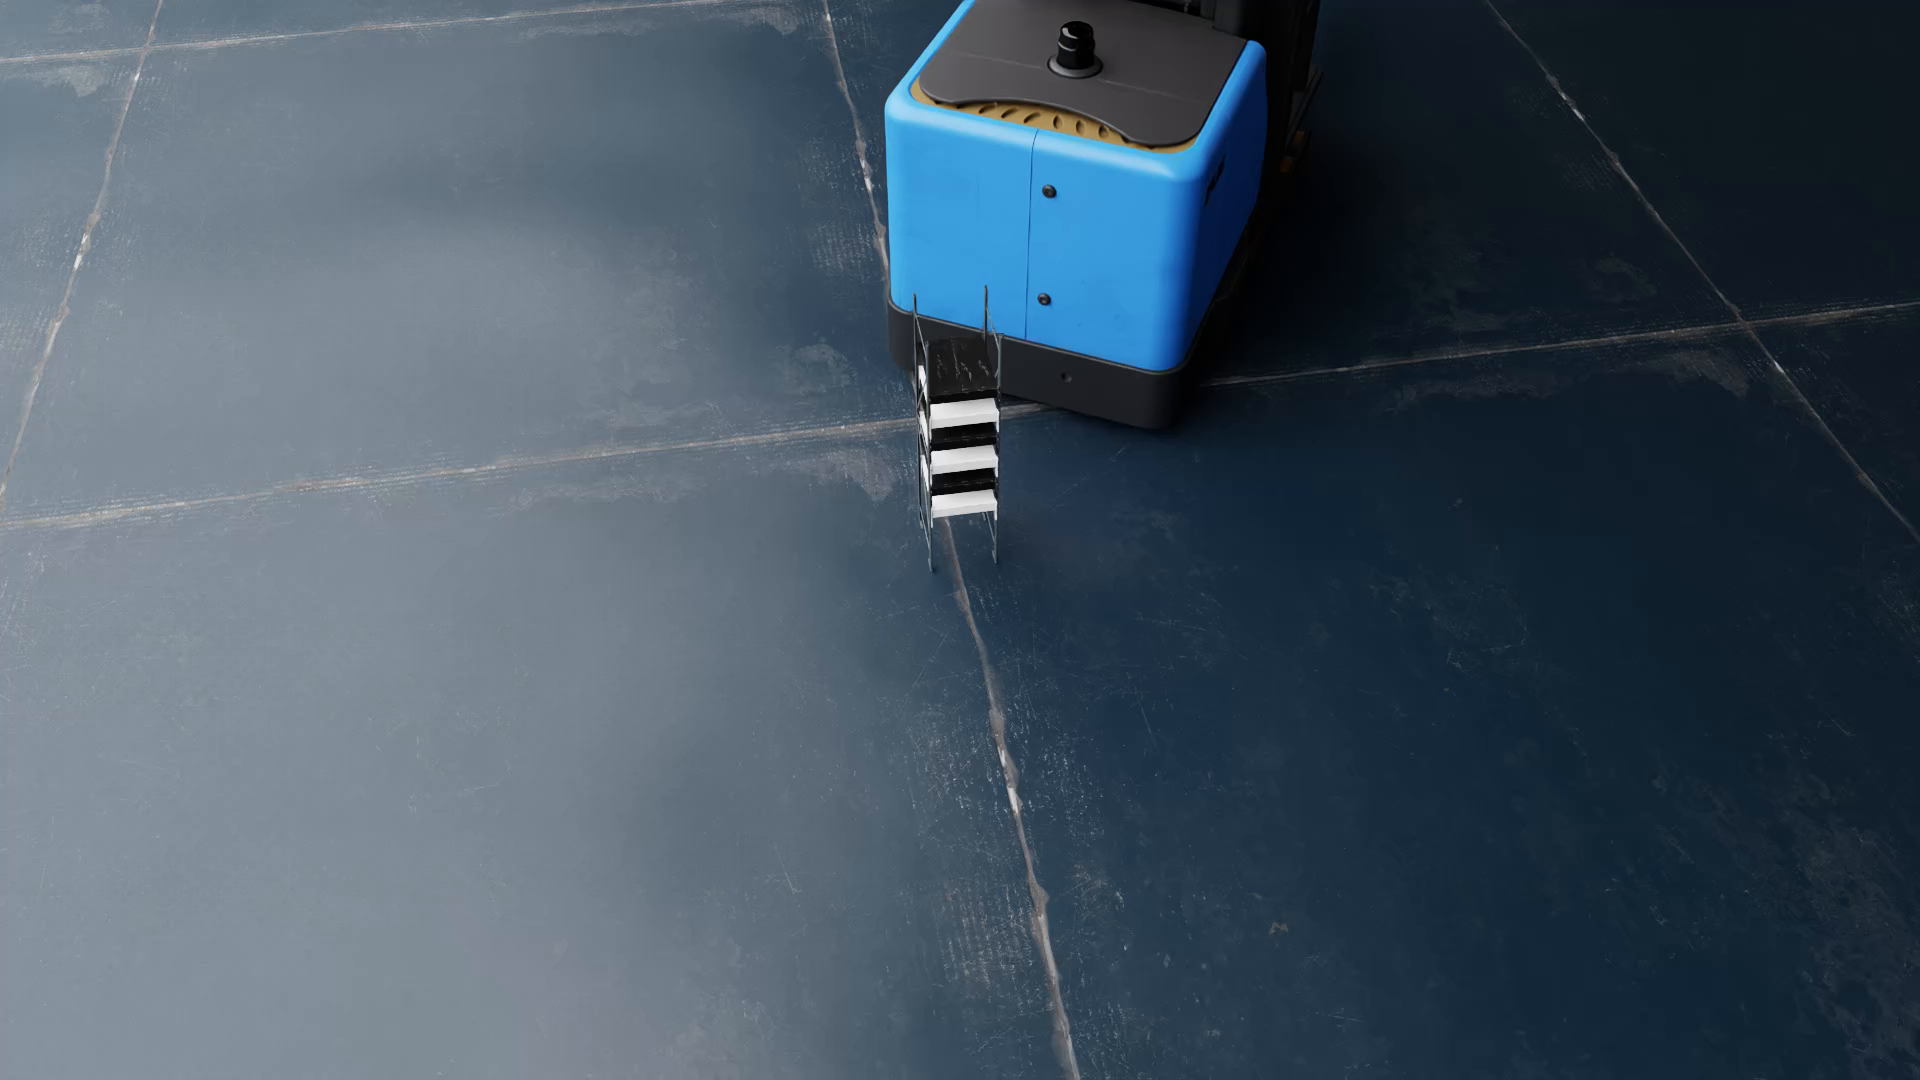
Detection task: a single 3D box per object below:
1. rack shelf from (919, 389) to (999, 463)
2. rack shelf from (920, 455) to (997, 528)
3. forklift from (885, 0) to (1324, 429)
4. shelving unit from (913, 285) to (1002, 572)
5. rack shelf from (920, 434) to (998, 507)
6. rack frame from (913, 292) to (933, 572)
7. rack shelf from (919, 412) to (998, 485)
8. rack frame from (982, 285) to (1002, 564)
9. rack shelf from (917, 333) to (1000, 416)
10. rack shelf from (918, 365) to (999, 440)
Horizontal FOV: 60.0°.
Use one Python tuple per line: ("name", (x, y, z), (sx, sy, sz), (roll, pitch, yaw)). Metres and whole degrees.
("rack shelf", (-0.008, -0.351, 4.884), (0.200, 0.077, 0.258), (-7, 46, -7))
("rack shelf", (-0.008, -0.163, 5.079), (0.200, 0.077, 0.258), (-7, 46, -7))
("forklift", (0.760, -2.463, 5.588), (1.130, 2.935, 3.031), (16, 48, 15))
("shelving unit", (-0.008, -0.311, 4.925), (0.210, 0.900, 0.258), (-7, 46, -7))
("rack shelf", (-0.008, -0.226, 5.014), (0.200, 0.077, 0.258), (-7, 46, -7))
("rack frame", (-0.108, -0.299, 4.913), (0.006, 0.900, 0.240), (-7, 46, -7))
("rack shelf", (-0.008, -0.288, 4.949), (0.200, 0.077, 0.258), (-7, 46, -7))
("rack frame", (0.092, -0.324, 4.937), (0.006, 0.900, 0.240), (-7, 46, -7))
("rack shelf", (-0.008, -0.475, 4.755), (0.200, 0.077, 0.258), (-7, 46, -7))
("rack shelf", (-0.008, -0.413, 4.819), (0.200, 0.077, 0.258), (-7, 46, -7))
